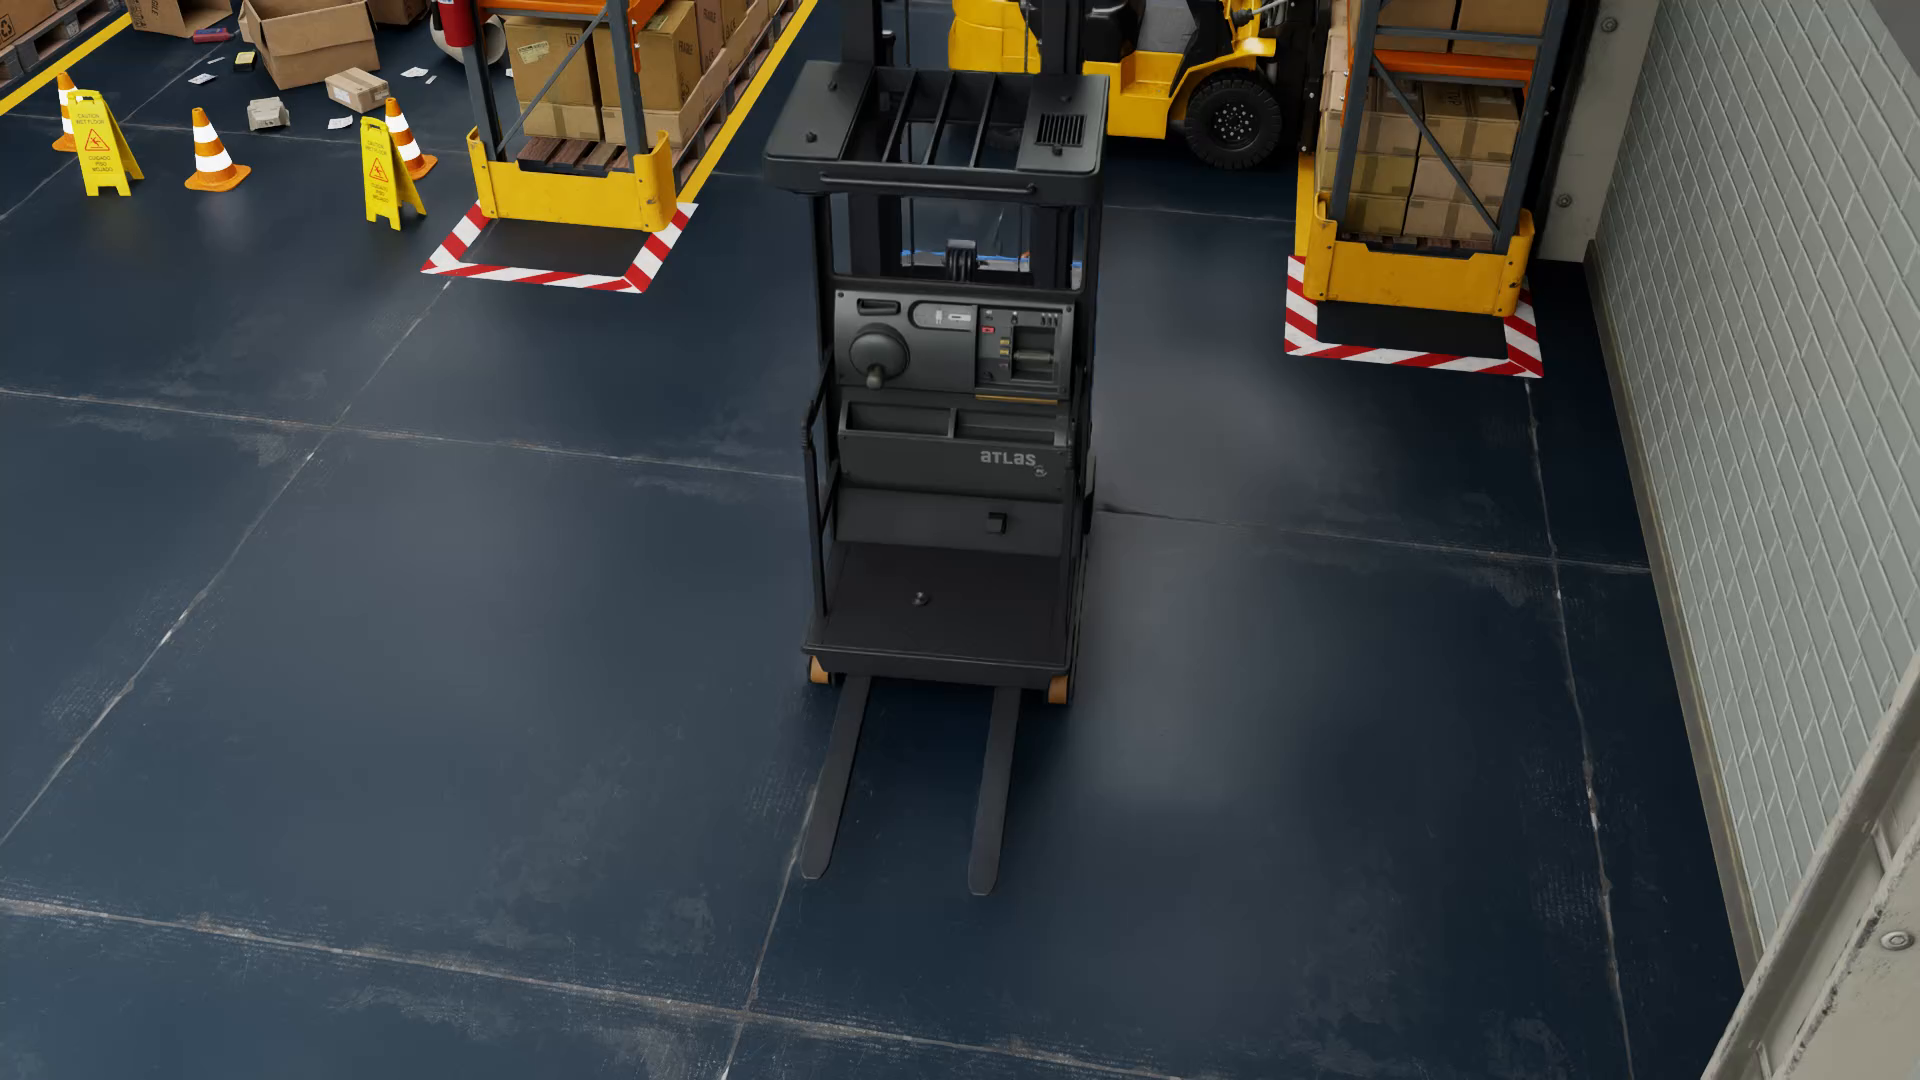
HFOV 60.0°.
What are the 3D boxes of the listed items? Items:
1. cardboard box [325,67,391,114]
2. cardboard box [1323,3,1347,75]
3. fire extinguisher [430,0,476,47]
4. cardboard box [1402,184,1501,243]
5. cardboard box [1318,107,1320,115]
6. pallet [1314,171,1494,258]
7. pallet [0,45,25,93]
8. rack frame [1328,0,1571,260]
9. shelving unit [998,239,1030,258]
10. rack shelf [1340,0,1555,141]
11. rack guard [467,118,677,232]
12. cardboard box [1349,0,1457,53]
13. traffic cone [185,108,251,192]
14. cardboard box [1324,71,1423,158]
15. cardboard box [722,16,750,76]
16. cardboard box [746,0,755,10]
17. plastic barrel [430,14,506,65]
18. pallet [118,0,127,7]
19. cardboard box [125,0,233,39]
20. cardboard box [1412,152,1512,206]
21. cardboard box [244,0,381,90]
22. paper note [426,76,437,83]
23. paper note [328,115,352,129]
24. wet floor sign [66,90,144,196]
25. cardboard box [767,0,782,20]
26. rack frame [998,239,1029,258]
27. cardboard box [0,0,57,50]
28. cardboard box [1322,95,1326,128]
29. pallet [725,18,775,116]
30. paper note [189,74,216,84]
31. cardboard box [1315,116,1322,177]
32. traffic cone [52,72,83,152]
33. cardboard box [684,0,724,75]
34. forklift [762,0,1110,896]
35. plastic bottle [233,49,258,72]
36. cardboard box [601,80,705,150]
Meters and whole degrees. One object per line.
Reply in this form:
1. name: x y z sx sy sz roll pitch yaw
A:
1. cardboard box: -4.104 -3.069 11.346 0.380 0.149 0.250 28 47 30
2. cardboard box: 2.481 -3.028 10.102 0.500 0.250 0.500 7 40 8
3. fire extinguisher: -2.815 -3.072 9.173 0.296 0.674 0.183 6 40 8
4. cardboard box: 2.826 -1.967 9.603 0.500 0.250 0.500 7 40 8
5. cardboard box: 2.577 -2.962 10.807 0.500 0.250 0.500 8 40 9
6. pallet: 2.639 -1.988 9.989 1.003 0.211 1.213 6 40 8
7. pallet: -7.173 -3.041 11.263 1.003 0.211 1.213 6 40 8
8. rack frame: 2.548 -2.578 8.514 1.000 3.000 0.127 6 40 8
9. shelving unit: 0.339 -1.014 8.152 0.252 1.050 0.215 -31 48 -32
10. rack shelf: 2.894 -3.556 10.262 1.077 0.370 4.000 6 40 8
11. rack guard: -2.328 -2.207 10.028 1.175 0.500 0.348 6 40 8
12. cardboard box: 2.375 -2.954 8.891 0.500 0.500 0.500 6 40 7
13. traffic cone: -4.689 -2.466 10.370 0.336 0.463 0.334 6 40 8
14. cardboard box: 2.321 -2.389 9.329 0.500 0.250 0.500 8 40 9
15. cardboard box: -1.752 -3.364 11.293 0.500 0.250 0.500 9 40 11
16. cardboard box: -1.661 -3.984 11.454 0.500 0.500 0.500 8 40 10
17. plastic barrel: -3.475 -3.593 11.764 0.421 0.421 0.512 -28 47 -30
18. pallet: -6.751 -4.572 13.115 1.003 0.211 1.213 6 40 8
19. cardboard box: -5.800 -4.066 12.274 0.500 0.500 0.500 13 41 15
20. cardboard box: 2.834 -2.145 9.426 0.500 0.250 0.500 7 40 8
21. cardboard box: -4.531 -3.542 11.640 0.797 0.503 0.637 -20 44 -23
22. paper note: -3.702 -3.223 11.640 0.032 0.001 0.123 6 40 8
23. paper note: -4.138 -2.792 11.102 0.148 0.019 0.142 -6 40 -8
24. wet floor sign: -5.289 -2.462 10.221 0.267 0.644 0.232 0 40 0
25. cardboard box: -1.569 -4.000 12.062 0.500 0.250 0.500 5 40 6
26. rack frame: 0.250 -0.961 8.087 0.008 1.050 0.200 -31 48 -32
27. cardboard box: -7.032 -3.934 11.492 0.875 0.875 0.875 6 40 7
28. cardboard box: 2.422 -2.526 9.888 0.500 0.250 0.500 6 40 7
29. pallet: -1.939 -3.365 11.655 1.003 0.211 1.213 6 40 8
30. paper note: -5.298 -3.231 11.636 0.144 0.017 0.142 20 44 23
31. cardboard box: 2.414 -2.321 10.032 0.500 0.250 0.500 6 40 8
32. traffic cone: -5.744 -2.804 10.779 0.336 0.463 0.334 6 40 8
33. cardboard box: -1.840 -3.334 10.668 0.500 0.500 0.500 5 40 6
34. forklift: -0.049 -0.683 6.276 1.130 2.935 3.031 4 40 5
35. plastic bottle: -5.083 -3.419 11.837 0.133 0.061 0.283 -6 40 -8
36. cardboard box: -1.929 -2.701 10.491 0.500 0.250 0.500 6 40 7
